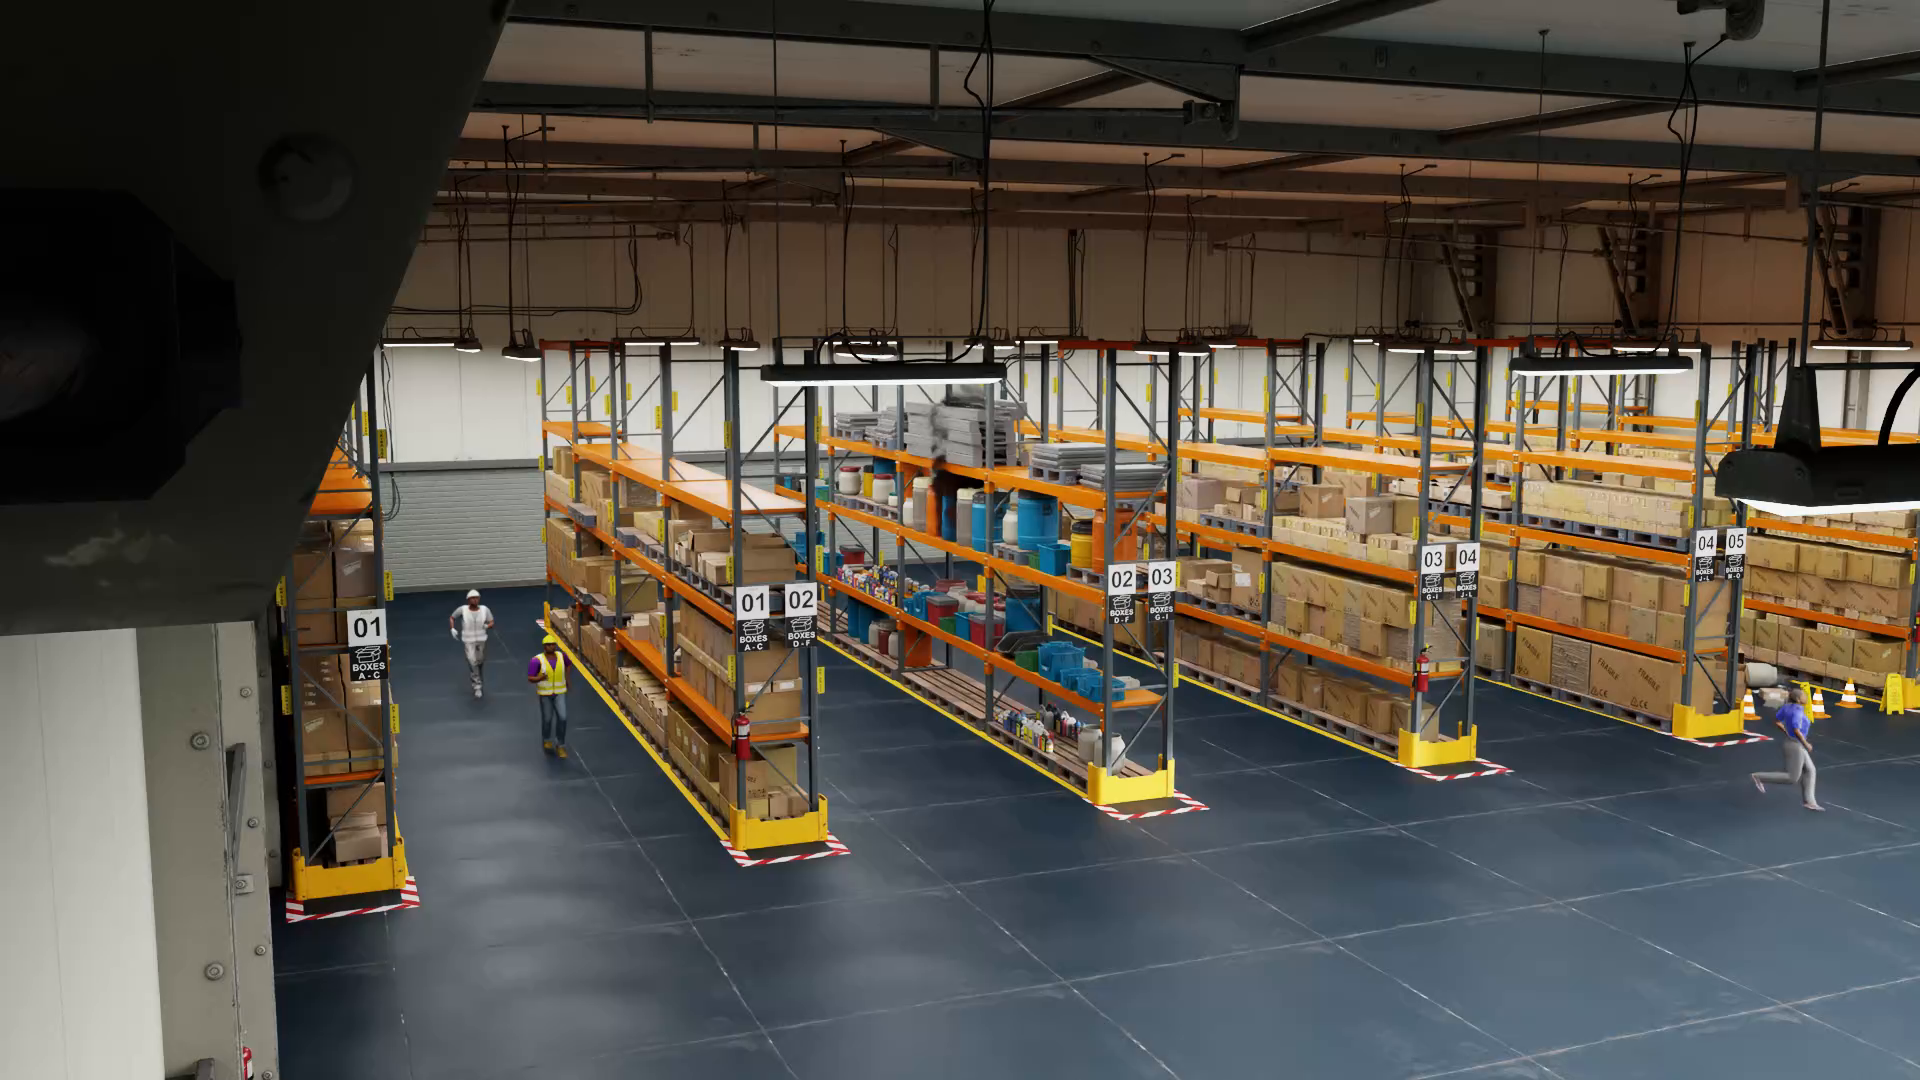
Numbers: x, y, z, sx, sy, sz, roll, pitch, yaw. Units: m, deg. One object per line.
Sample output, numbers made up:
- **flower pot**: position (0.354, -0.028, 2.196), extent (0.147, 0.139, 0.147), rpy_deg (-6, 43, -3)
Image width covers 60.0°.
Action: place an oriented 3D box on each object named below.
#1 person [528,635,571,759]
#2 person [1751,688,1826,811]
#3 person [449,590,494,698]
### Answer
- **person**: position (-5.989, 2.291, 24.397), extent (0.674, 1.823, 0.729), rpy_deg (-3, 8, -24)
- **person**: position (10.861, 2.738, 21.736), extent (0.940, 1.640, 0.559), rpy_deg (2, 8, 16)
- **person**: position (-8.300, 1.735, 28.447), extent (0.700, 1.762, 1.017), rpy_deg (-4, 9, -31)
